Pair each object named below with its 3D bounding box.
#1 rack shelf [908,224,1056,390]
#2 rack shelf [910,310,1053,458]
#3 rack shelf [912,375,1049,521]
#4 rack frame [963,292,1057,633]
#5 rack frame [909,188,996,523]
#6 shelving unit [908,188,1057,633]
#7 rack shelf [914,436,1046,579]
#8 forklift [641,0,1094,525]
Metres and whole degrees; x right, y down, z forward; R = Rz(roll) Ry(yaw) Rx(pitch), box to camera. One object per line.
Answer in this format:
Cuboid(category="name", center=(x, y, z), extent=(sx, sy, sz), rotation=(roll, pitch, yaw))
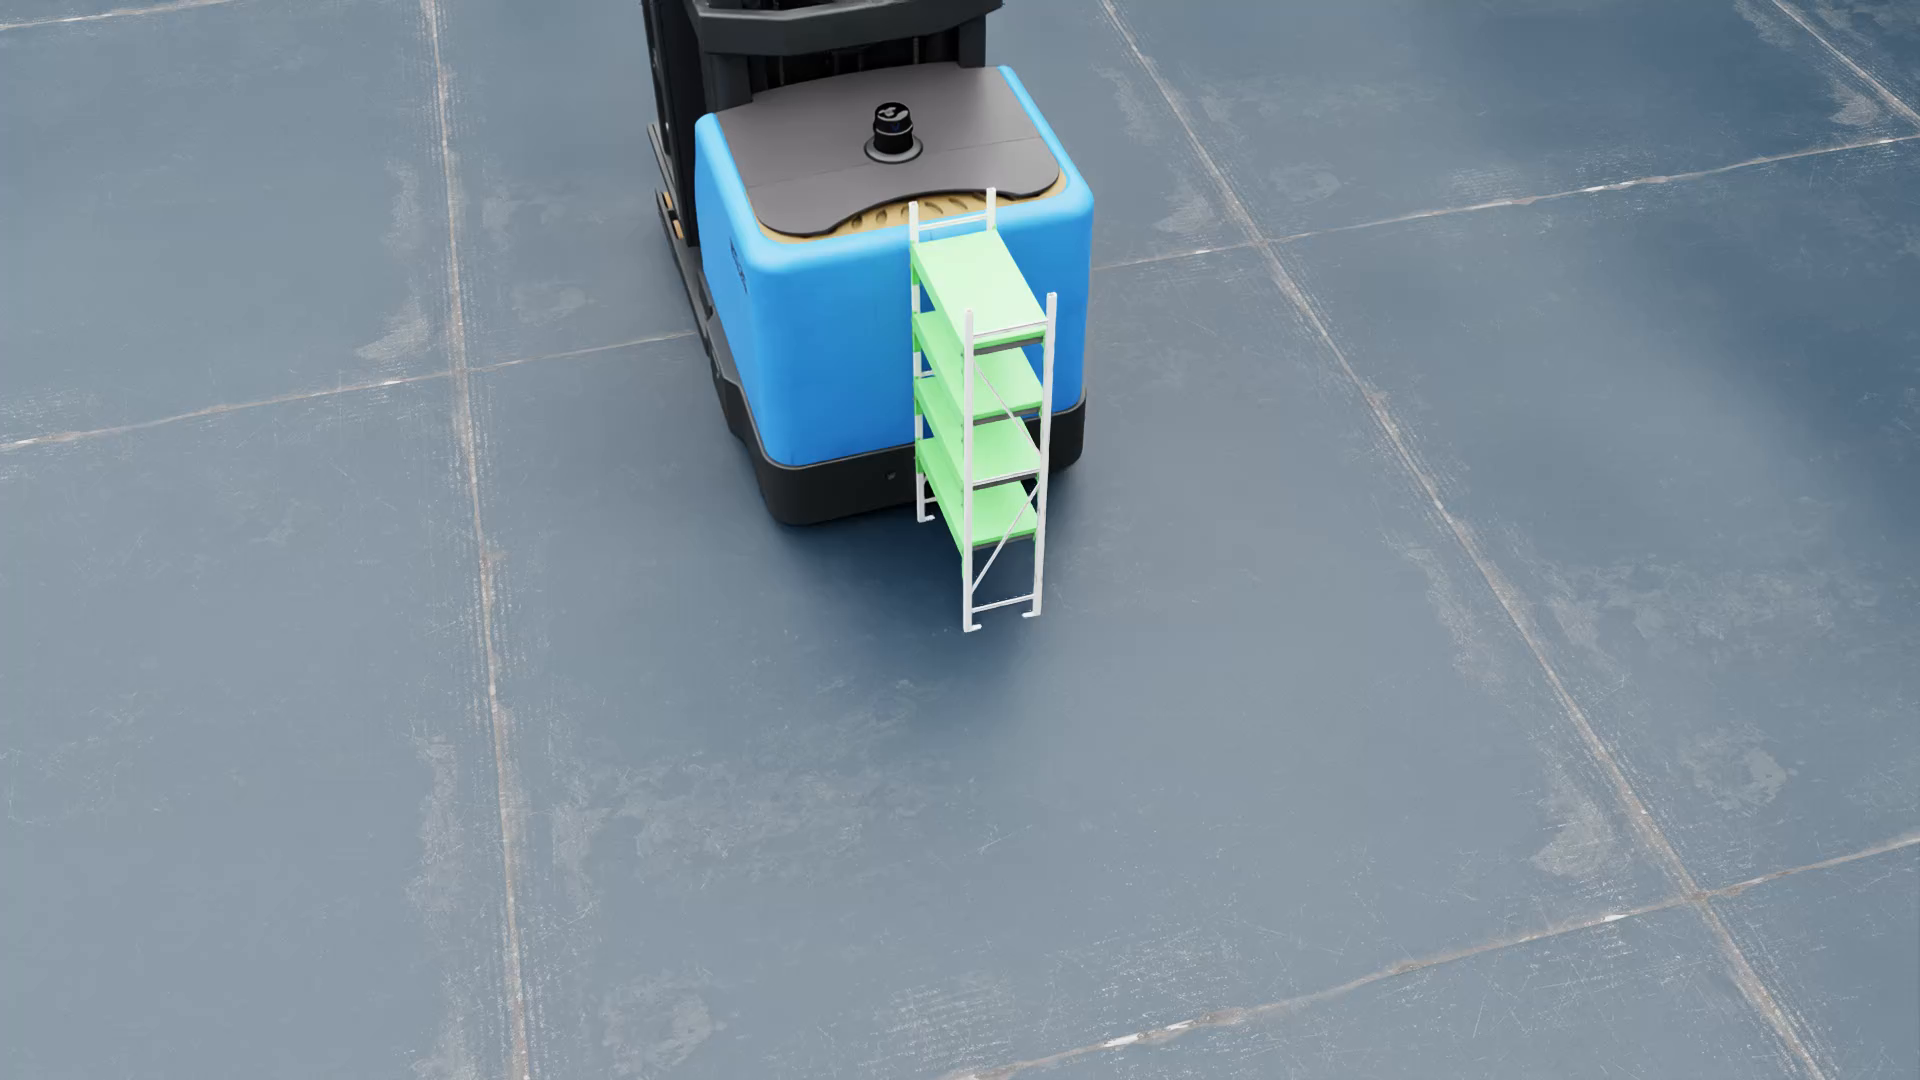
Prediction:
Cuboid(category="rack shelf", center=(0.053, -0.630, 4.445), extent=(0.258, 0.148, 0.480), rotation=(-13, 47, -12))
Cuboid(category="rack shelf", center=(0.053, -0.462, 4.616), extent=(0.258, 0.148, 0.480), rotation=(-13, 47, -12))
Cuboid(category="rack shelf", center=(0.053, -0.294, 4.787), extent=(0.258, 0.148, 0.480), rotation=(-13, 47, -12))
Cuboid(category="rack frame", center=(0.127, -0.173, 4.579), extent=(0.240, 1.200, 0.015), rotation=(-13, 47, -12))
Cuboid(category="rack frame", center=(-0.020, -0.505, 4.905), extent=(0.240, 1.200, 0.015), rotation=(-13, 47, -12))
Cuboid(category="shelving unit", center=(0.053, -0.339, 4.742), extent=(0.258, 1.200, 0.503), rotation=(-13, 47, -12))
Cuboid(category="rack shelf", center=(0.053, -0.126, 4.959), extent=(0.258, 0.148, 0.480), rotation=(-13, 47, -12))
Cuboid(category="forklift", center=(-0.528, -2.147, 5.301), extent=(1.130, 2.935, 3.031), rotation=(-13, 47, -12))
